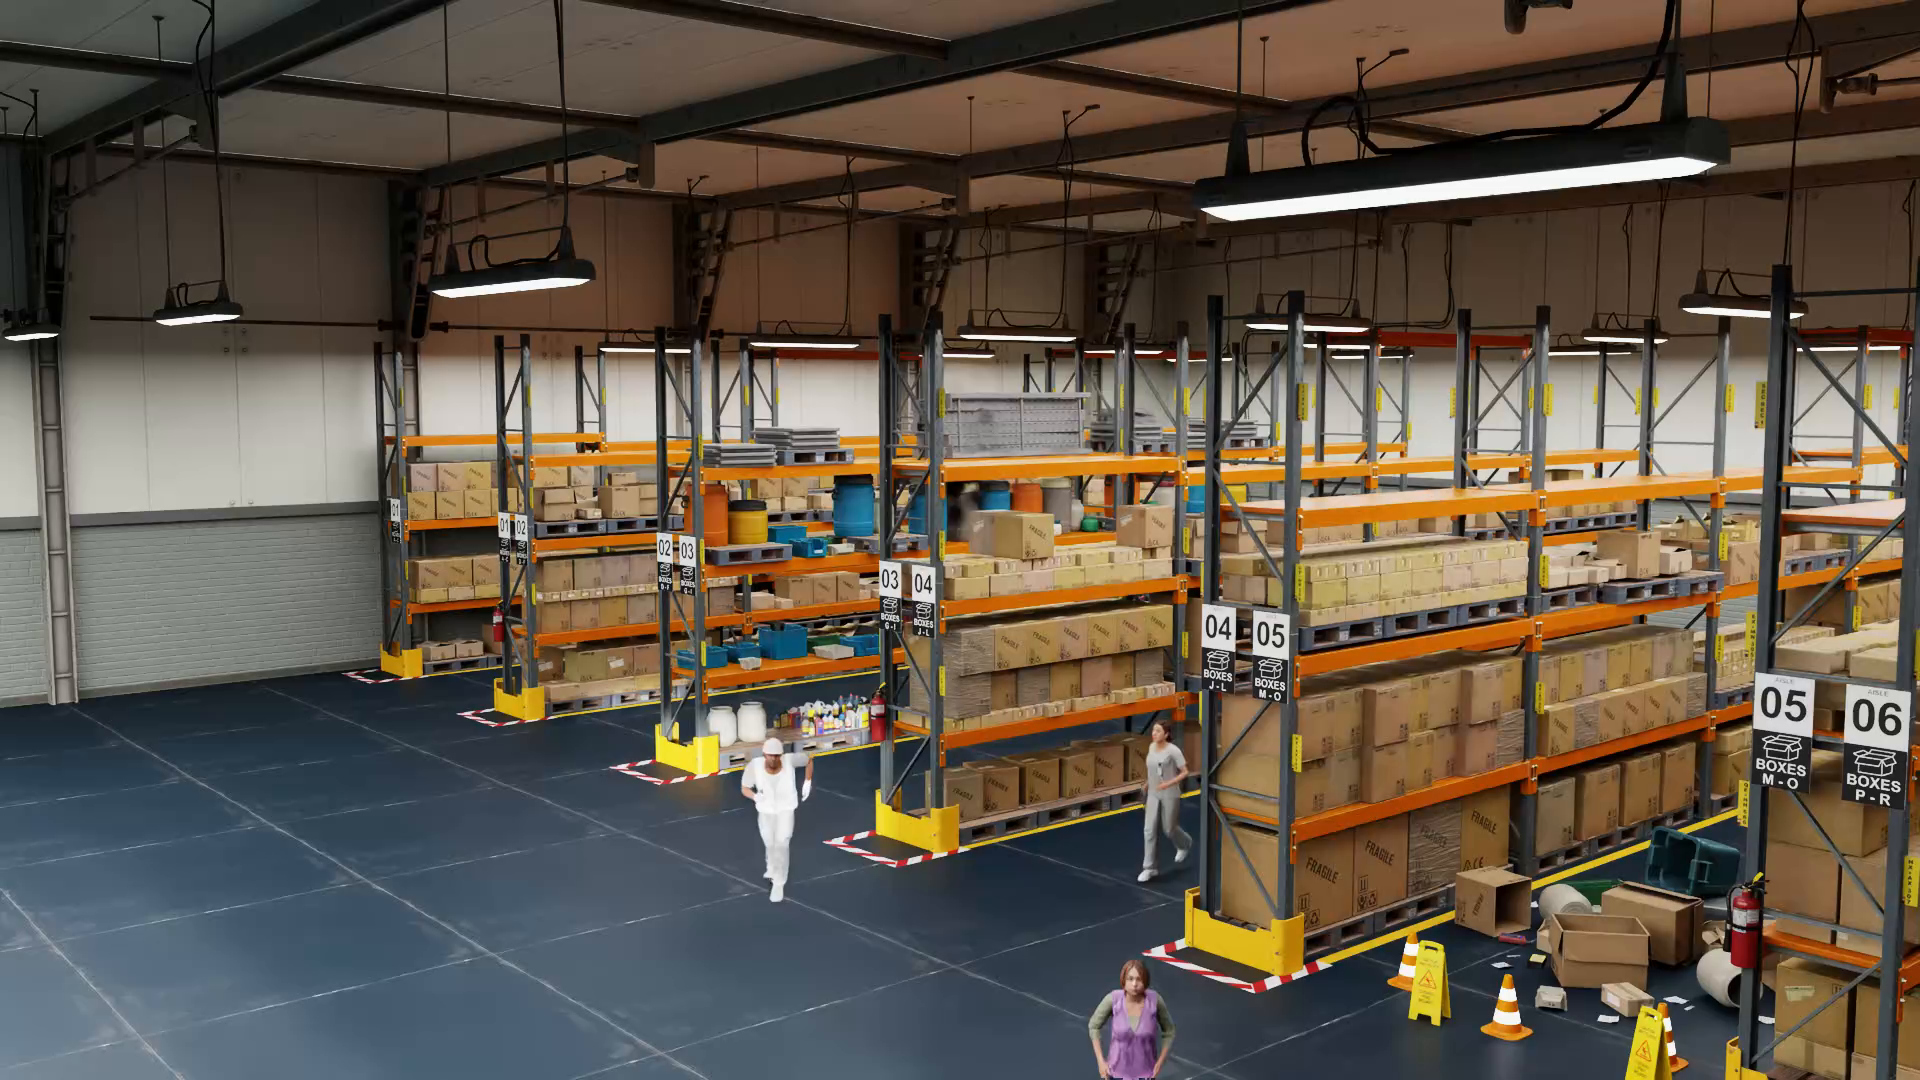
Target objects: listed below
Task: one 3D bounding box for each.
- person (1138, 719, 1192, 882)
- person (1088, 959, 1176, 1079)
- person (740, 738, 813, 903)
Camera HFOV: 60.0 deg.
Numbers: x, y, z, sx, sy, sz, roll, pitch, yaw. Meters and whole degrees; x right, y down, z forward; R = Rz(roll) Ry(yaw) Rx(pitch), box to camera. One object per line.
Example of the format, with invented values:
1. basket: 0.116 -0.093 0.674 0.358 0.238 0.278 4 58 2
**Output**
1. person: 2.190 2.716 17.595 0.562 1.672 0.895 4 7 40
2. person: 1.105 3.428 10.718 0.559 1.565 0.553 0 5 3
3. person: -1.870 2.805 17.028 0.727 1.721 1.009 0 5 -4
